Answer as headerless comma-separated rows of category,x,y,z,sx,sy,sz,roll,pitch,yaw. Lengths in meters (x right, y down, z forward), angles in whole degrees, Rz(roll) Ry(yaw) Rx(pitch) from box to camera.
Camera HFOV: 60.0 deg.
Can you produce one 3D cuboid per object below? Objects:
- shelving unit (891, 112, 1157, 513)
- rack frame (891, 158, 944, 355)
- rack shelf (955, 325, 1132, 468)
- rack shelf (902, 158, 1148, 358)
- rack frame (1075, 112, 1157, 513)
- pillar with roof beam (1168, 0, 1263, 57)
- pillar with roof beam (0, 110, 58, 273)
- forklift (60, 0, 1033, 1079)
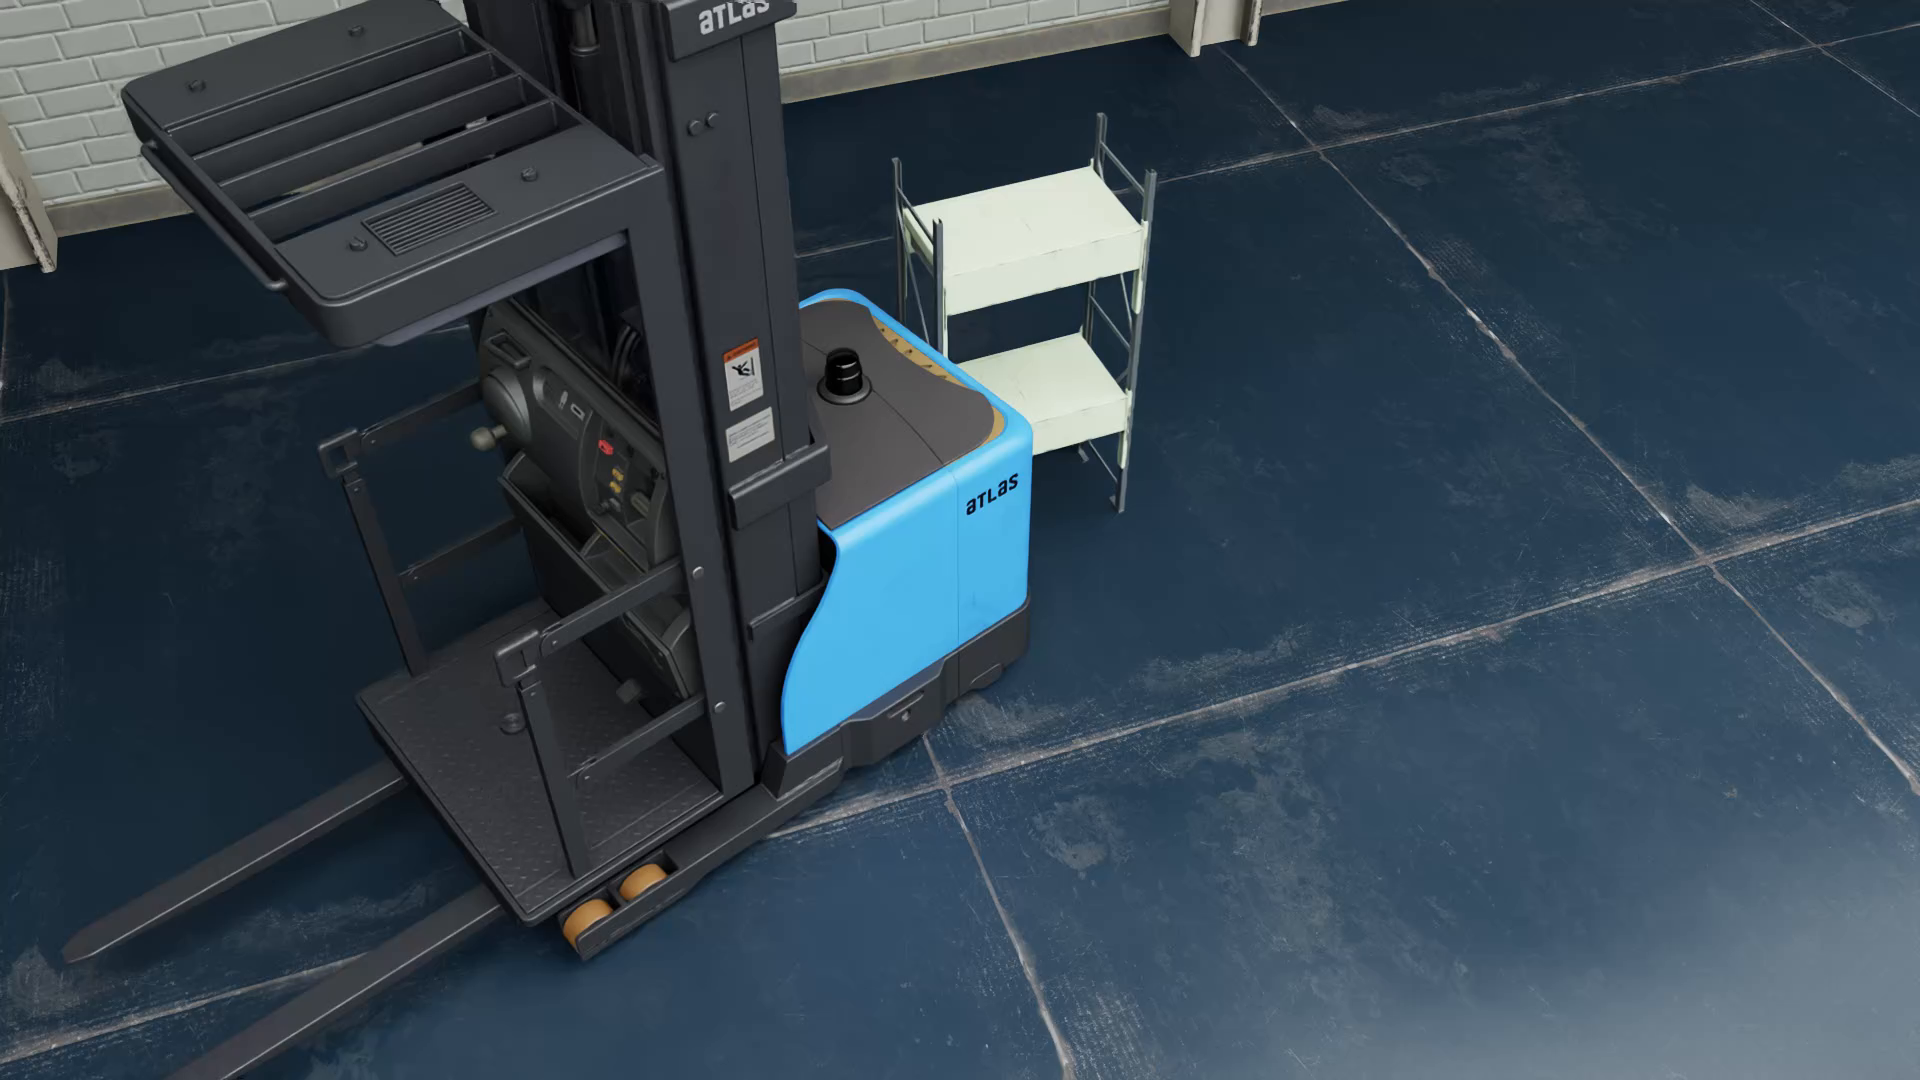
shelving unit,0.202,-0.668,5.857,0.755,1.500,0.431,-16,47,-15
rack frame,-0.136,-0.570,5.759,0.023,1.500,0.400,-16,47,-15
rack shelf,0.202,-0.438,6.088,0.720,0.370,0.431,-16,47,-15
rack shelf,0.202,-0.944,5.581,0.720,0.370,0.431,-16,47,-15
rack frame,0.541,-0.766,5.955,0.023,1.500,0.400,-16,47,-15
pillar with roof beam,2.814,-3.014,2.900,0.400,9.000,9.100,-14,47,-14
pillar with roof beam,-2.829,-1.571,1.462,0.400,9.000,9.100,-14,47,-14
forklift,-1.210,-0.215,4.395,3.031,2.935,1.130,-31,53,-27
